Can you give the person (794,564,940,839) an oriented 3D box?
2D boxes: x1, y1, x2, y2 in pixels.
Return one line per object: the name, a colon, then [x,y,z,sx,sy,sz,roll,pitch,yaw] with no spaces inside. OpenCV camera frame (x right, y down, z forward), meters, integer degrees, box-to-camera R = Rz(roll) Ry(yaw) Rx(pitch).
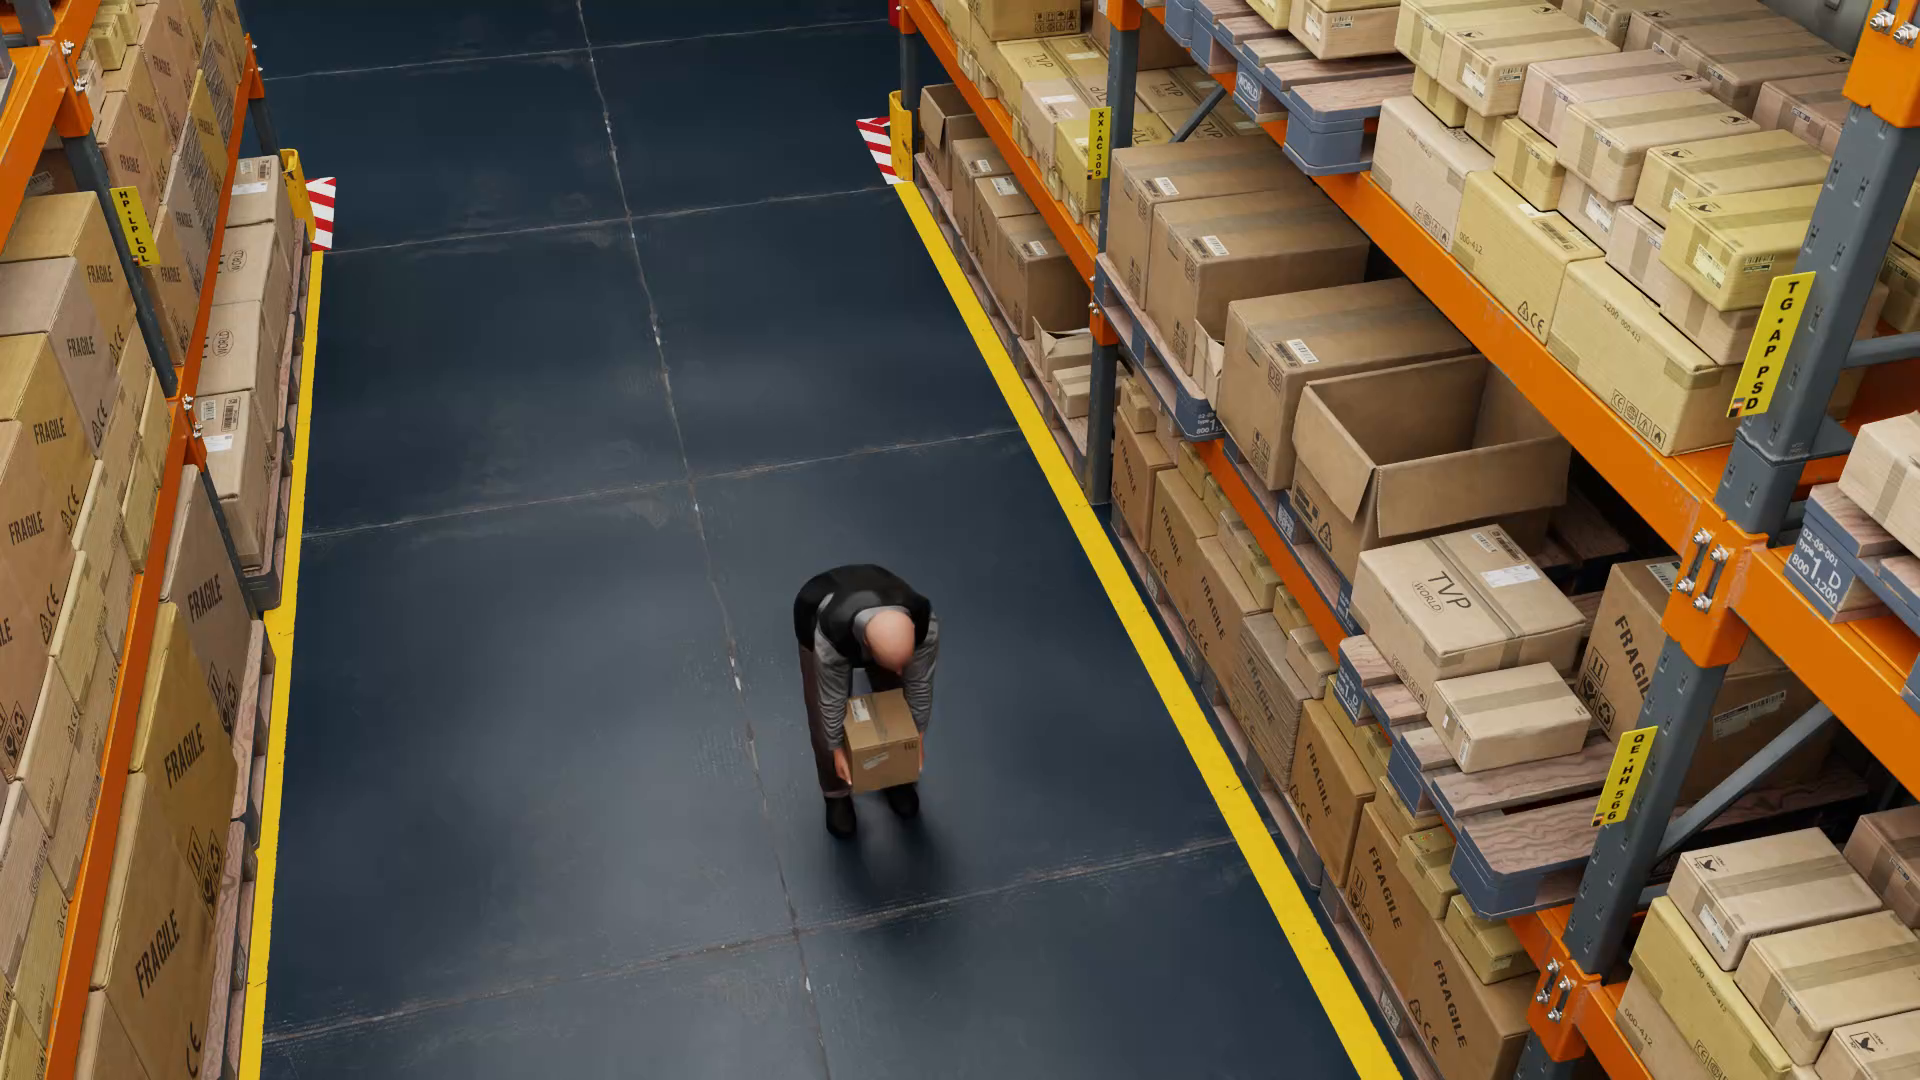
person: [-0.328,0.609,6.227,0.464,1.389,0.860,-10,39,-13]
